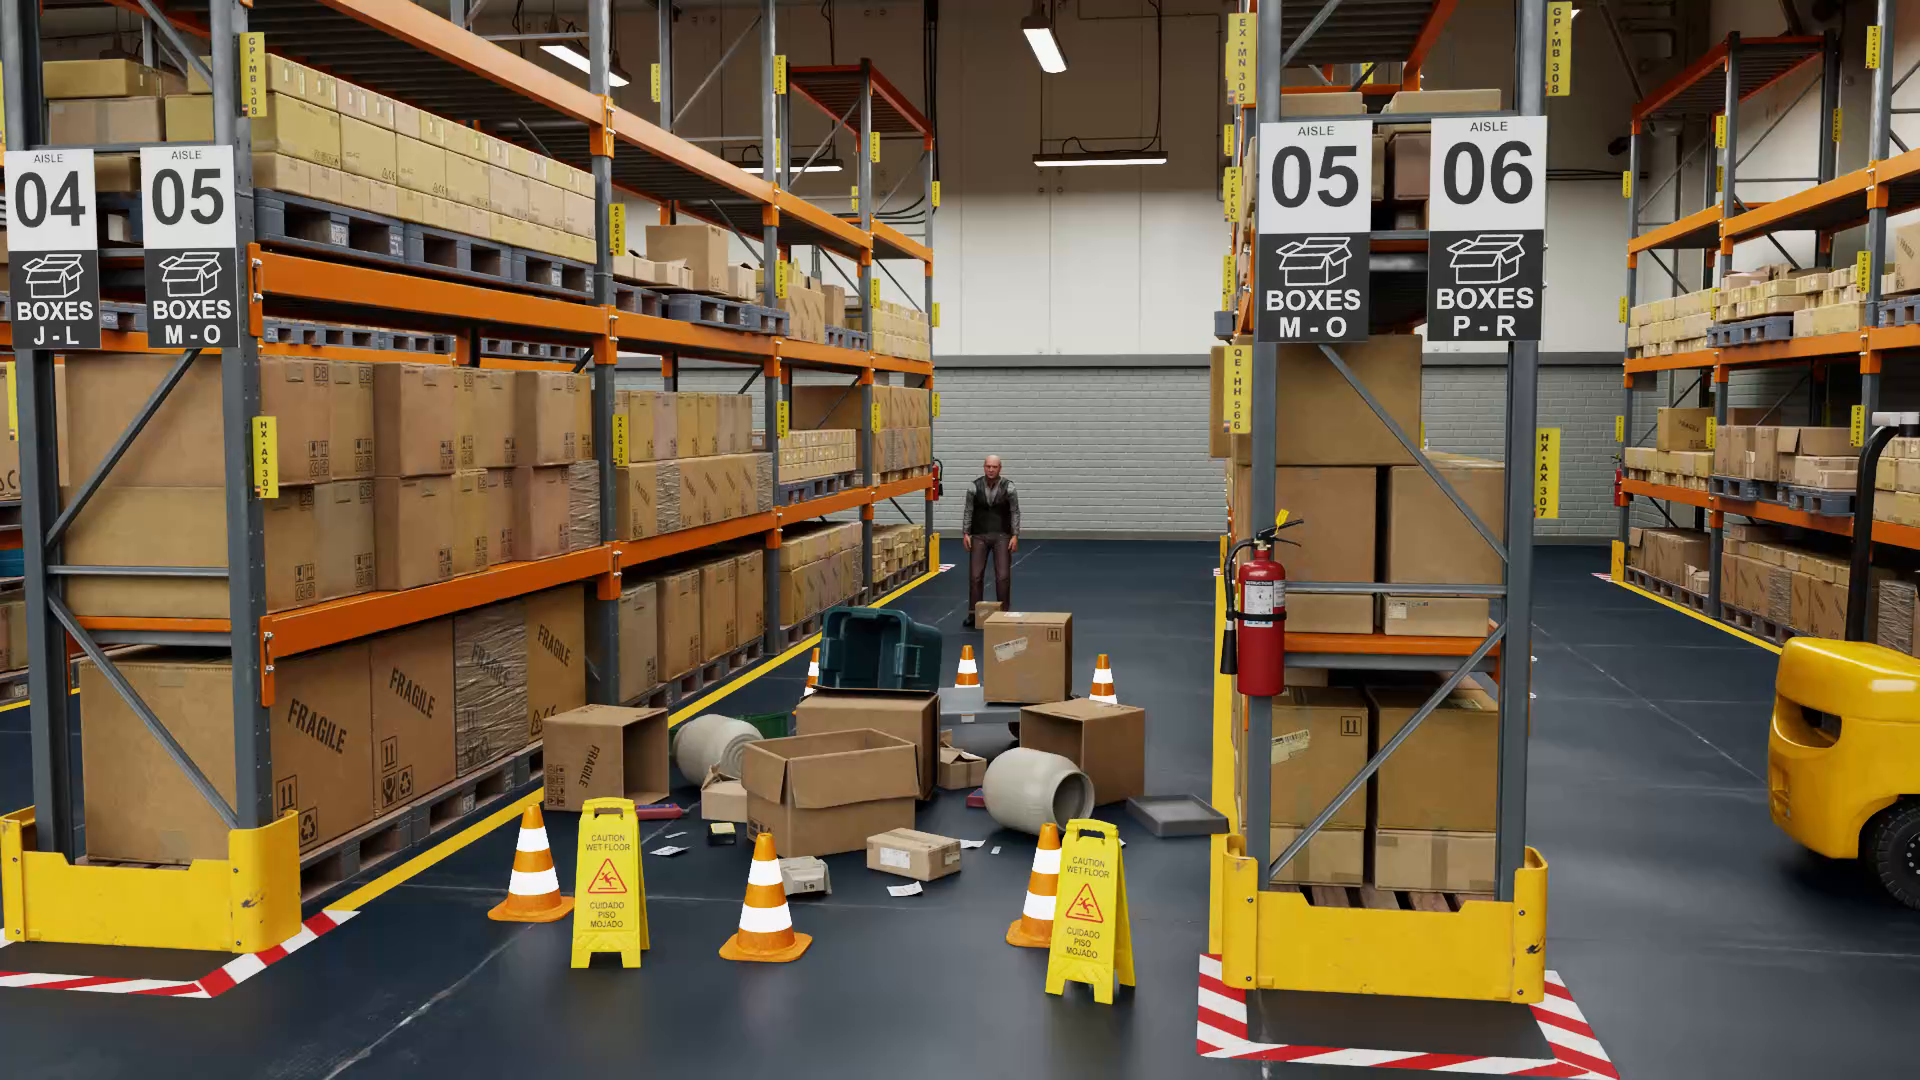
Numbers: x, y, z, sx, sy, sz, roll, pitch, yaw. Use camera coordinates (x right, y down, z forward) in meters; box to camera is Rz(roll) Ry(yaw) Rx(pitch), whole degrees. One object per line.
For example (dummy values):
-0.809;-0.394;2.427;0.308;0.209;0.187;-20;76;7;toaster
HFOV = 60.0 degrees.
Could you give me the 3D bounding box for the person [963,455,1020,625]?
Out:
0.317;-0.001;16.819;0.578;1.718;0.418;1;4;8;person
